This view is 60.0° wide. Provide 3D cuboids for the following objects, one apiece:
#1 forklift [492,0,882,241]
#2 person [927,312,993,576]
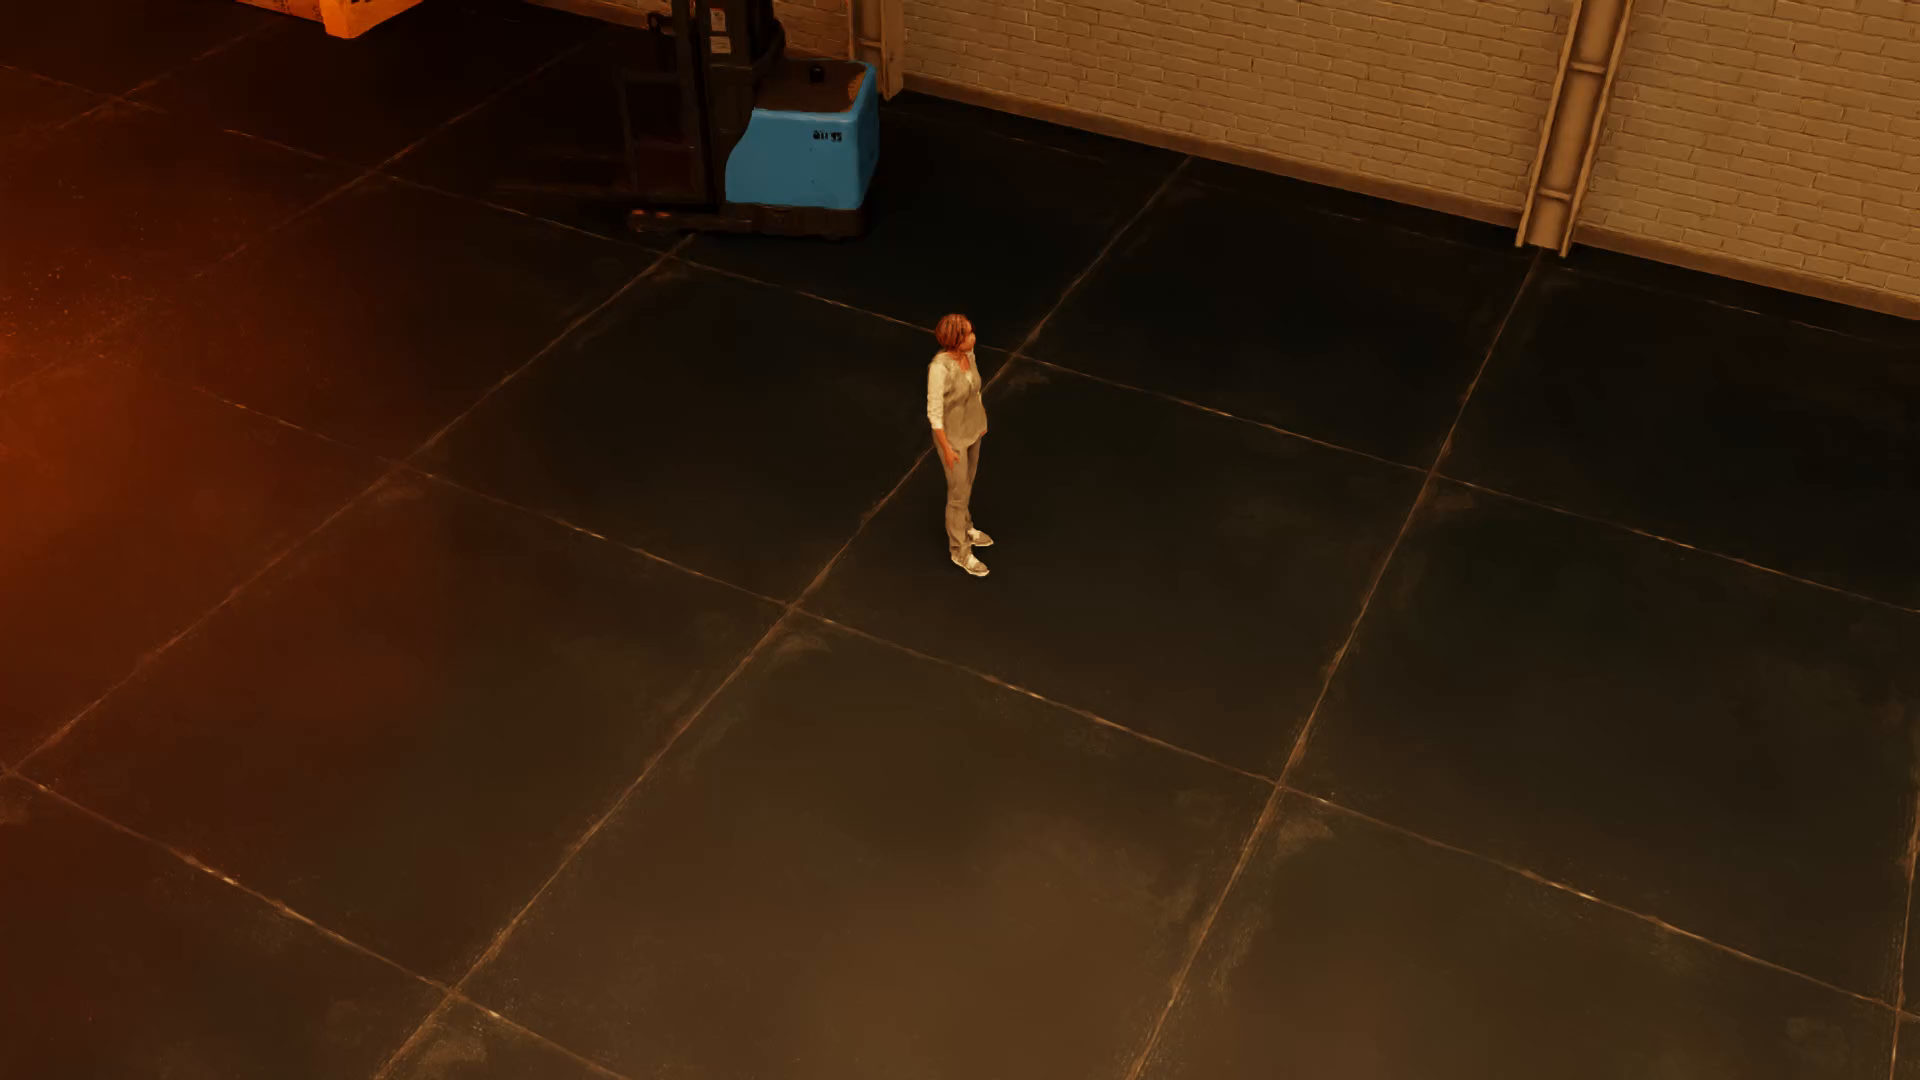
[{"bbox_3d":[-2.196,-3.875,12.588,3.031,2.935,1.130,5,40,6],"label":"forklift"},{"bbox_3d":[0.059,-0.586,9.707,0.474,1.597,0.521,18,43,21],"label":"person"}]
